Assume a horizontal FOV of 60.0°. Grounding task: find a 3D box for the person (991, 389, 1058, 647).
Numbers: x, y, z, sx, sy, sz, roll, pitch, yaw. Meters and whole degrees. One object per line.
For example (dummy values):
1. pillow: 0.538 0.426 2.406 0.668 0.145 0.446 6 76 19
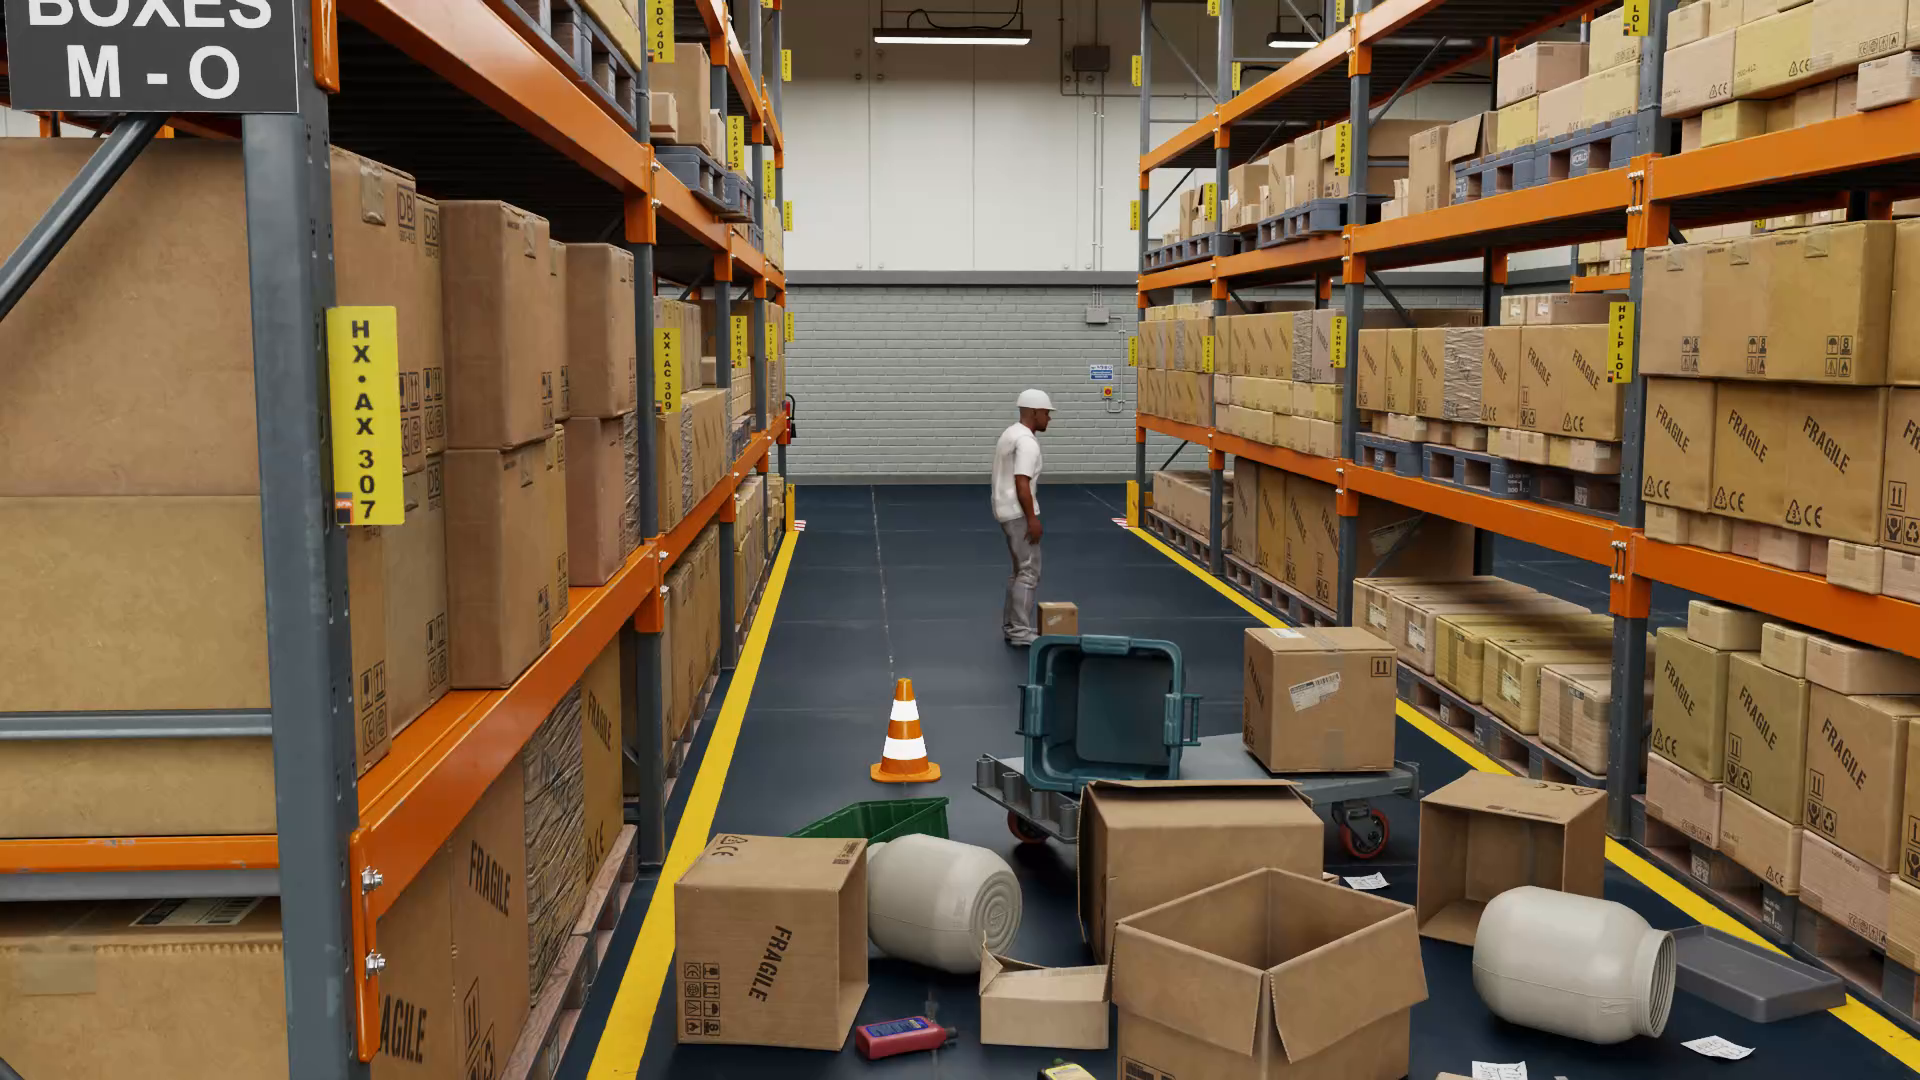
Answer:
1. person: 0.451 -0.165 11.549 0.461 1.759 0.619 -1 7 -6
